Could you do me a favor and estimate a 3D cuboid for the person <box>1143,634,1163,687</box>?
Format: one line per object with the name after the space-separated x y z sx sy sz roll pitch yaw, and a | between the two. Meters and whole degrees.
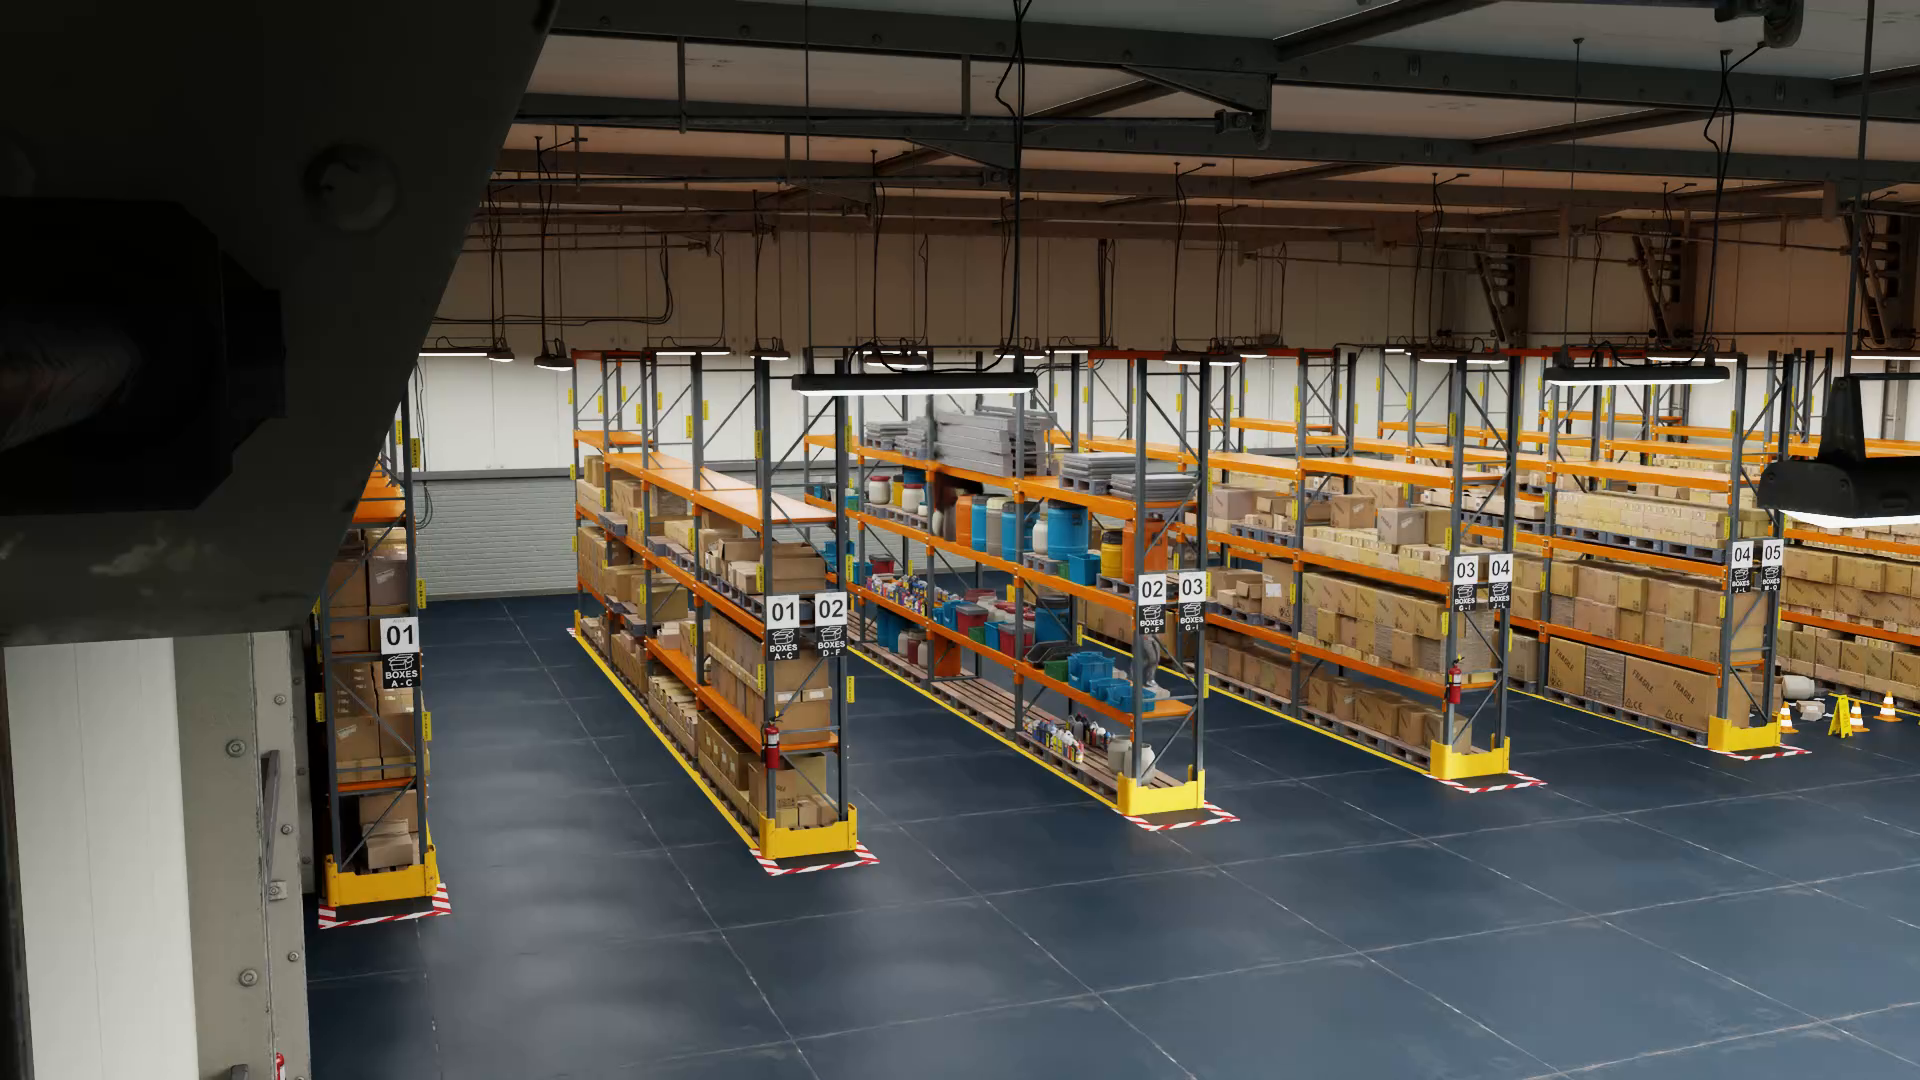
3.249 1.725 28.571 0.537 1.570 0.513 -5 9 -35 | person

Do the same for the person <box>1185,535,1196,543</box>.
5.656 0.448 41.543 0.685 1.475 0.663 -1 7 -8 | person
